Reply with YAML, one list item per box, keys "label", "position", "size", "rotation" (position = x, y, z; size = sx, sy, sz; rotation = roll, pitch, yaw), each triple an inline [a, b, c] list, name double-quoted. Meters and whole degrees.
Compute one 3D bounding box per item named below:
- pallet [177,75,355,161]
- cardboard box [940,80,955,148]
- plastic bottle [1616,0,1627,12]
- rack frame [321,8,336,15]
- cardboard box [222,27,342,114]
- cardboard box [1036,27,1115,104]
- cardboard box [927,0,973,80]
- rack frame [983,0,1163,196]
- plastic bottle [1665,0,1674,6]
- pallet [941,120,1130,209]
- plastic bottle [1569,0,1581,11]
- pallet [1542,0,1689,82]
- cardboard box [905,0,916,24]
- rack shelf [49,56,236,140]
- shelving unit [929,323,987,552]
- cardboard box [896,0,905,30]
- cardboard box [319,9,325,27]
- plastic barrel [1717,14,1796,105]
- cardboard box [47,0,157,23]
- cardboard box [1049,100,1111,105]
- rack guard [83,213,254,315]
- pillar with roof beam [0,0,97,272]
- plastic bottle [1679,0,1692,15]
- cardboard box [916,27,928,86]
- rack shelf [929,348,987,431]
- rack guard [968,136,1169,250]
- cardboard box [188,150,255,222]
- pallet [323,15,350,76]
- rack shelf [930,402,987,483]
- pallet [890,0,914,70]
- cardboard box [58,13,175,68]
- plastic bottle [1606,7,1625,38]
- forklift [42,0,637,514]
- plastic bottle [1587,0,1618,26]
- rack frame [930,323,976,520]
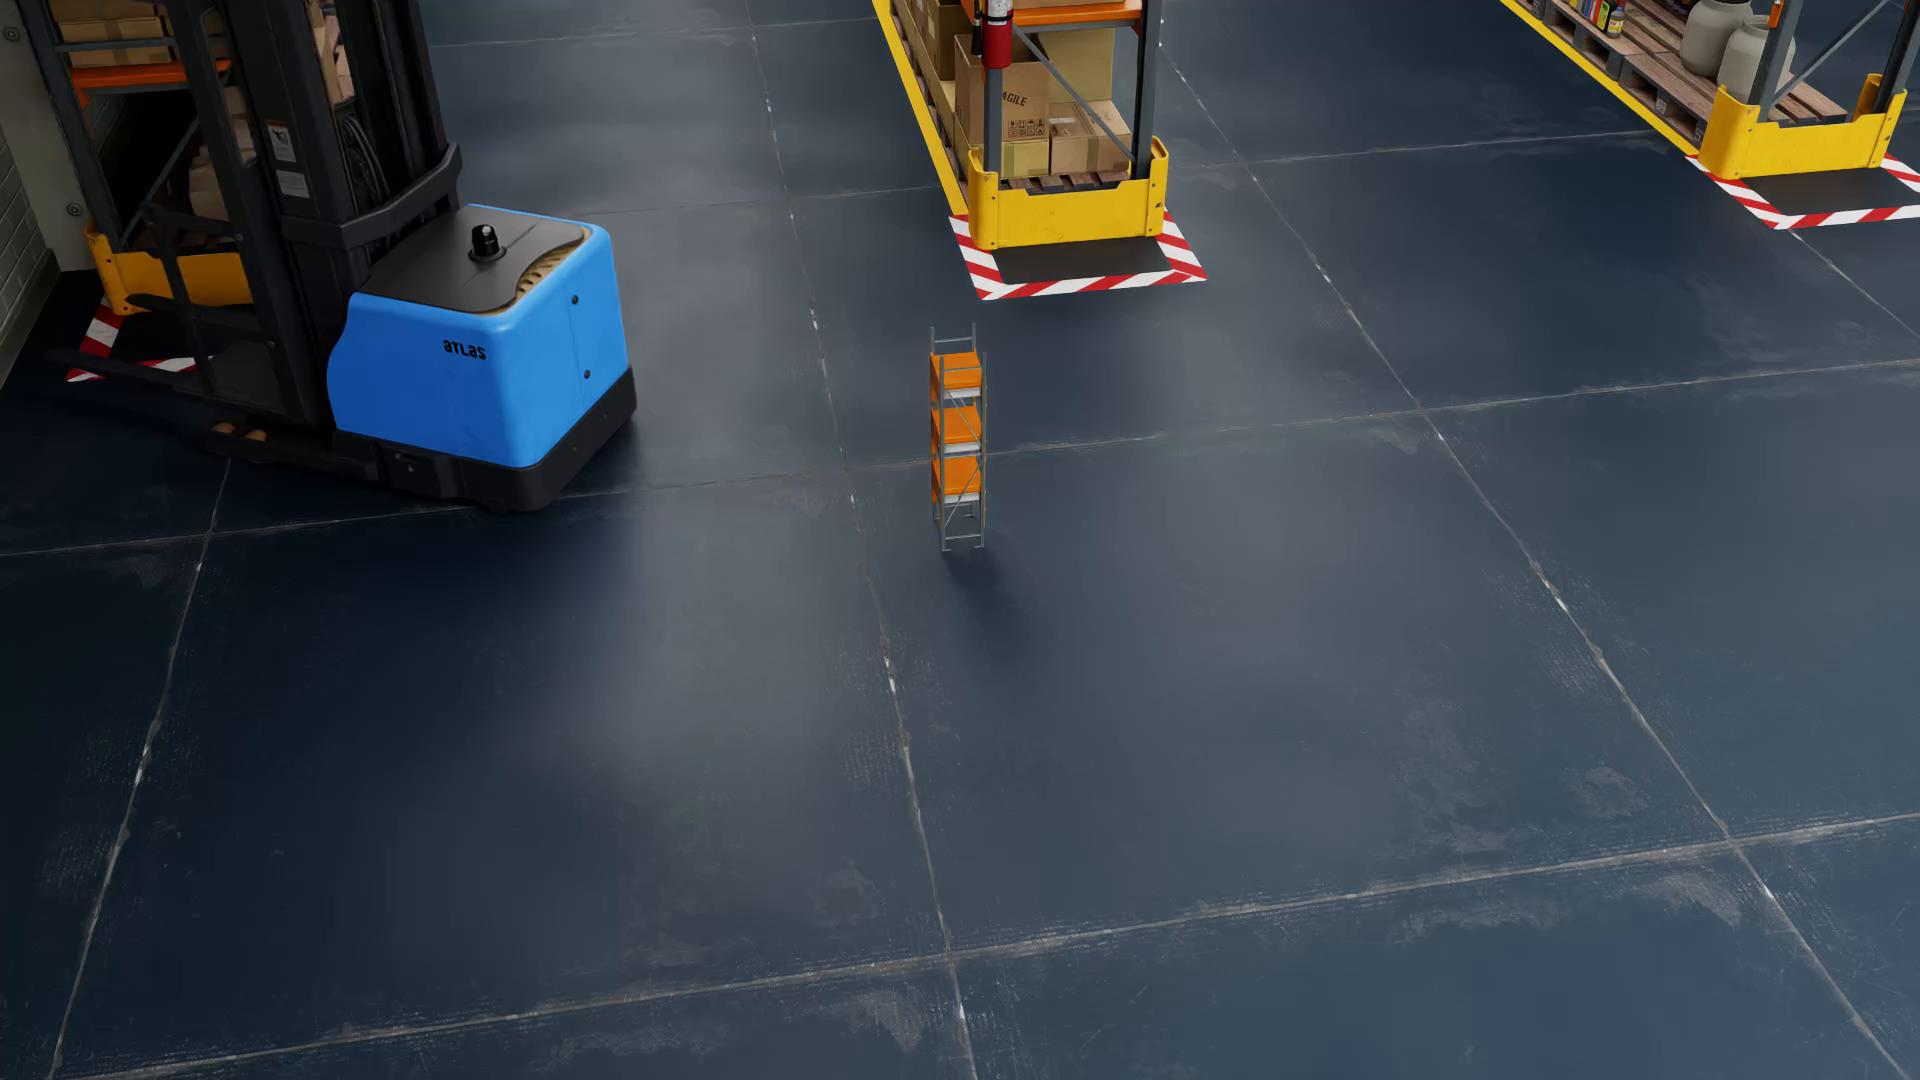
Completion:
- label: "pallet"
  position: [-4.566, -2.742, 11.108]
  size: [1.003, 0.211, 1.213]
  rotation: [-6, 38, -8]
- label: "cardboard box"
  position: [0.157, -2.775, 10.776]
  size: [0.500, 0.250, 0.500]
  rotation: [-6, 38, -8]
- label: "plastic bottle"
  position: [4.853, -3.963, 12.262]
  size: [0.061, 0.283, 0.133]
  rotation: [-6, 38, -8]
- label: "rack frame"
  position: [-4.936, -4.984, 11.720]
  size: [1.000, 3.000, 0.127]
  rotation: [-6, 38, -8]
- label: "cardboard box"
  position: [-4.447, -2.975, 10.813]
  size: [0.700, 0.500, 0.500]
  rotation: [-9, 39, -11]
- label: "cardboard box"
  position: [0.677, -3.128, 10.619]
  size: [0.500, 0.500, 0.500]
  rotation: [-6, 38, -8]
- label: "cardboard box"
  position: [0.065, -3.373, 10.934]
  size: [0.500, 0.500, 0.500]
  rotation: [-6, 38, -8]
- label: "rack frame"
  position: [0.641, -3.103, 9.299]
  size: [1.000, 3.000, 0.127]
  rotation: [-6, 38, -8]
- label: "plastic bottle"
  position: [5.413, -4.158, 12.579]
  size: [0.097, 0.201, 0.097]
  rotation: [0, 38, 0]
- label: "pallet"
  position: [0.466, -2.459, 10.743]
  size: [1.003, 0.211, 1.213]
  rotation: [-6, 38, -8]
- label: "plastic bottle"
  position: [4.691, -4.161, 12.462]
  size: [0.144, 0.351, 0.185]
  rotation: [-5, 38, -6]
- label: "pallet"
  position: [5.111, -3.799, 12.468]
  size: [1.003, 0.211, 1.213]
  rotation: [-6, 38, -8]
- label: "cardboard box"
  position: [-0.111, -3.977, 11.712]
  size: [0.500, 0.500, 0.500]
  rotation: [-6, 38, -8]
- label: "rack shelf"
  position: [-4.585, -3.491, 10.386]
  size: [1.077, 0.370, 4.000]
  rotation: [-6, 38, -8]
- label: "shelving unit"
  position: [-0.009, -0.447, 7.470]
  size: [0.215, 1.050, 0.252]
  rotation: [-6, 38, -8]
- label: "cardboard box"
  position: [-0.194, -3.983, 12.331]
  size: [0.500, 0.250, 0.500]
  rotation: [-6, 38, -8]
- label: "cardboard box"
  position: [-4.813, -3.718, 12.042]
  size: [0.380, 0.166, 0.250]
  rotation: [-11, 39, -14]
- label: "plastic barrel"
  position: [5.328, -3.206, 11.117]
  size: [0.421, 0.512, 0.421]
  rotation: [0, 38, 0]
- label: "cardboard box"
  position: [-4.527, -3.074, 8.757]
  size: [0.500, 0.500, 0.500]
  rotation: [-7, 38, -8]
- label: "cardboard box"
  position: [0.675, -2.832, 10.849]
  size: [0.500, 0.250, 0.500]
  rotation: [-6, 38, -8]
- label: "rack guard"
  position: [-4.248, -1.626, 9.436]
  size: [1.175, 0.500, 0.348]
  rotation: [-6, 38, -8]
- label: "pillar with roof beam"
  position: [-0.971, -5.729, 7.790]
  size: [9.100, 9.000, 0.400]
  rotation: [-6, 38, -8]
- label: "plastic bottle"
  position: [5.448, -4.065, 12.403]
  size: [0.097, 0.271, 0.097]
  rotation: [0, 38, 0]
- label: "cardboard box"
  position: [-0.018, -3.379, 11.554]
  size: [0.500, 0.250, 0.500]
  rotation: [-6, 38, -8]
- label: "rack shelf"
  position: [-0.009, -0.663, 7.302]
  size: [0.215, 0.259, 0.240]
  rotation: [-6, 38, -8]
- label: "rack guard"
  position: [0.646, -2.101, 10.047]
  size: [1.175, 0.500, 0.348]
  rotation: [-6, 38, -8]
- label: "cardboard box"
  position: [-4.268, -2.107, 9.850]
  size: [0.500, 0.311, 0.500]
  rotation: [-10, 39, -13]
- label: "pallet"
  position: [-4.784, -3.481, 12.058]
  size: [1.003, 0.211, 1.213]
  rotation: [-6, 38, -8]
- label: "rack shelf"
  position: [-0.009, -0.439, 7.476]
  size: [0.215, 0.259, 0.240]
  rotation: [-6, 38, -8]
- label: "pallet"
  position: [0.038, -3.933, 12.640]
  size: [1.003, 0.211, 1.213]
  rotation: [-6, 38, -8]
- label: "cardboard box"
  position: [-4.508, -2.778, 8.986]
  size: [0.500, 0.250, 0.500]
  rotation: [-6, 38, -7]
- label: "plastic bottle"
  position: [4.765, -3.764, 12.072]
  size: [0.097, 0.201, 0.097]
  rotation: [0, 38, 0]
- label: "forklift"
  position: [-3.226, -1.827, 7.713]
  size: [3.031, 2.935, 1.130]
  rotation: [12, 39, 15]
- label: "plastic bottle"
  position: [4.748, -3.949, 12.249]
  size: [0.152, 0.276, 0.135]
  rotation: [-6, 38, -8]
- label: "rack frame"
  position: [-0.031, -0.521, 7.564]
  size: [0.200, 1.050, 0.008]
  rotation: [-6, 38, -8]
